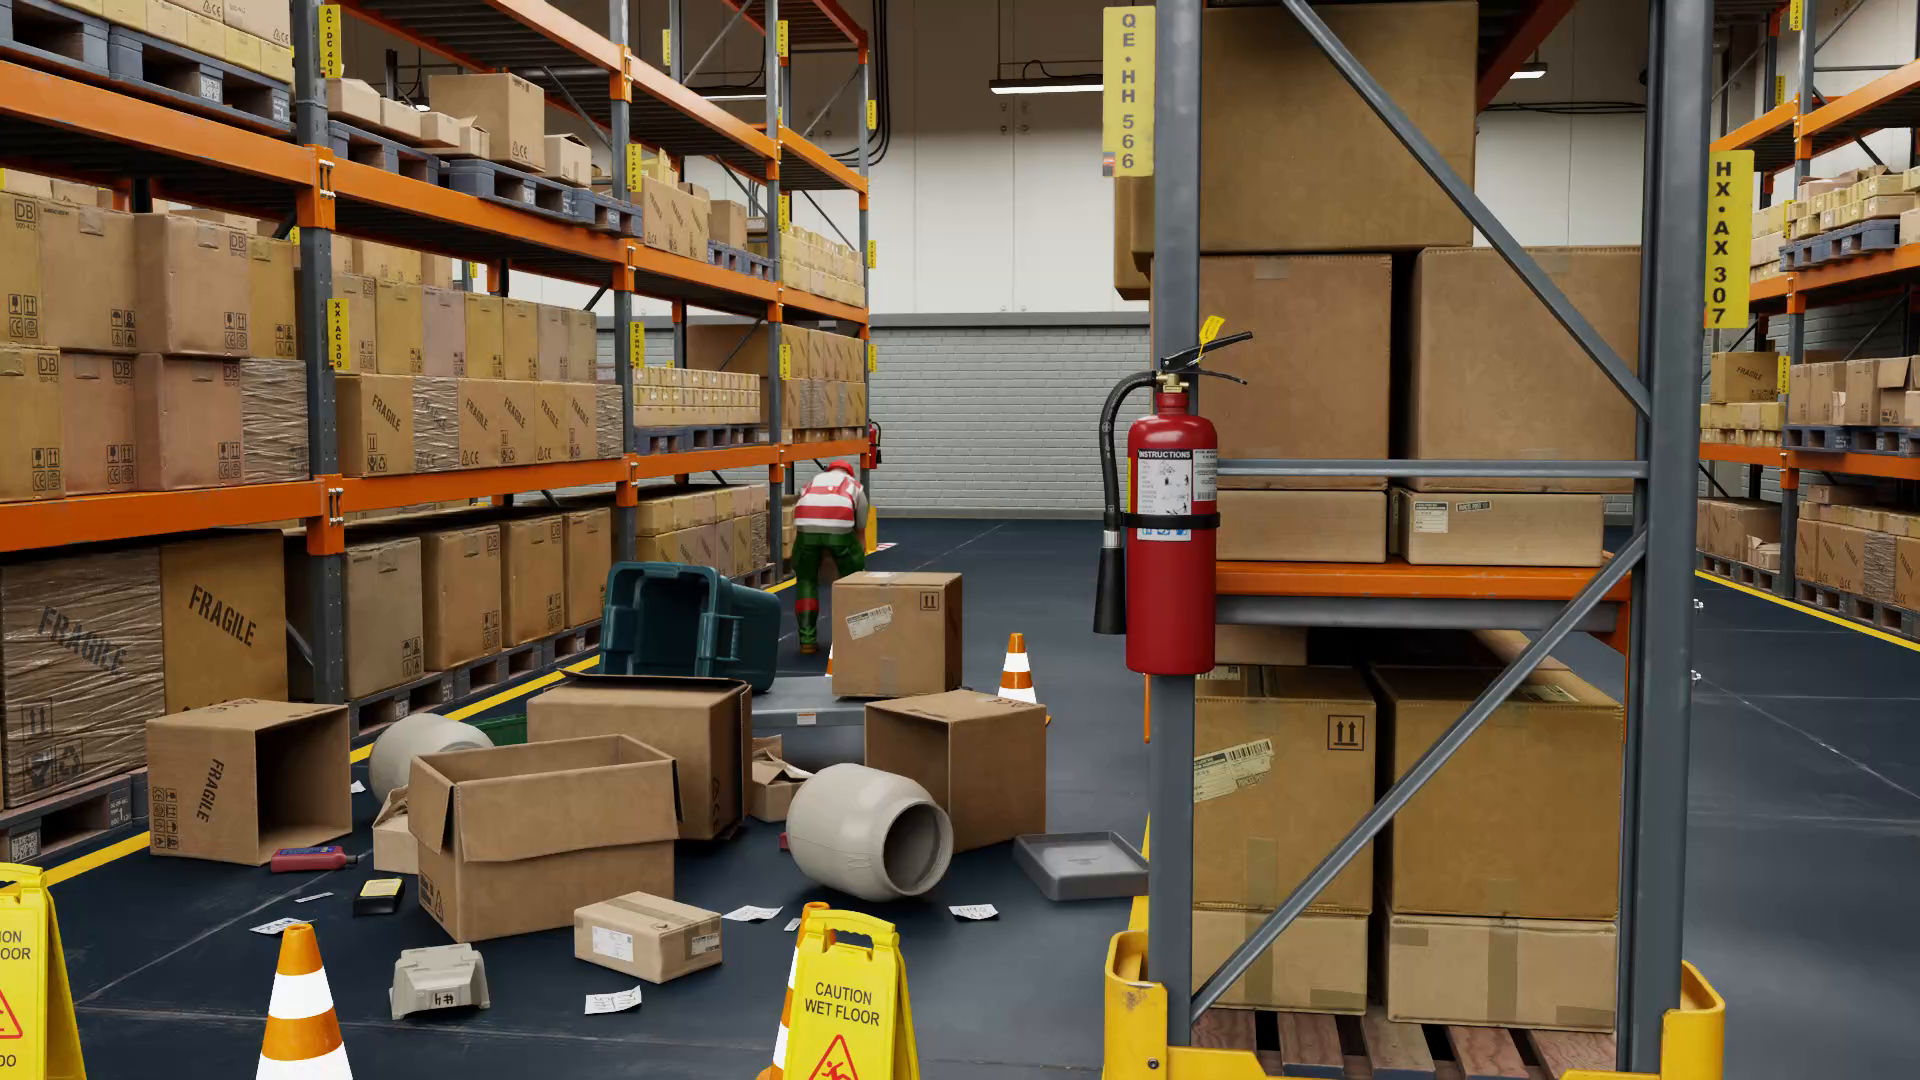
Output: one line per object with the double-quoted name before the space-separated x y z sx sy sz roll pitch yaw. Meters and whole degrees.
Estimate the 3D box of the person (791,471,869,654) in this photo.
"person" -0.880 0.142 11.307 0.503 1.213 0.789 1 4 7
